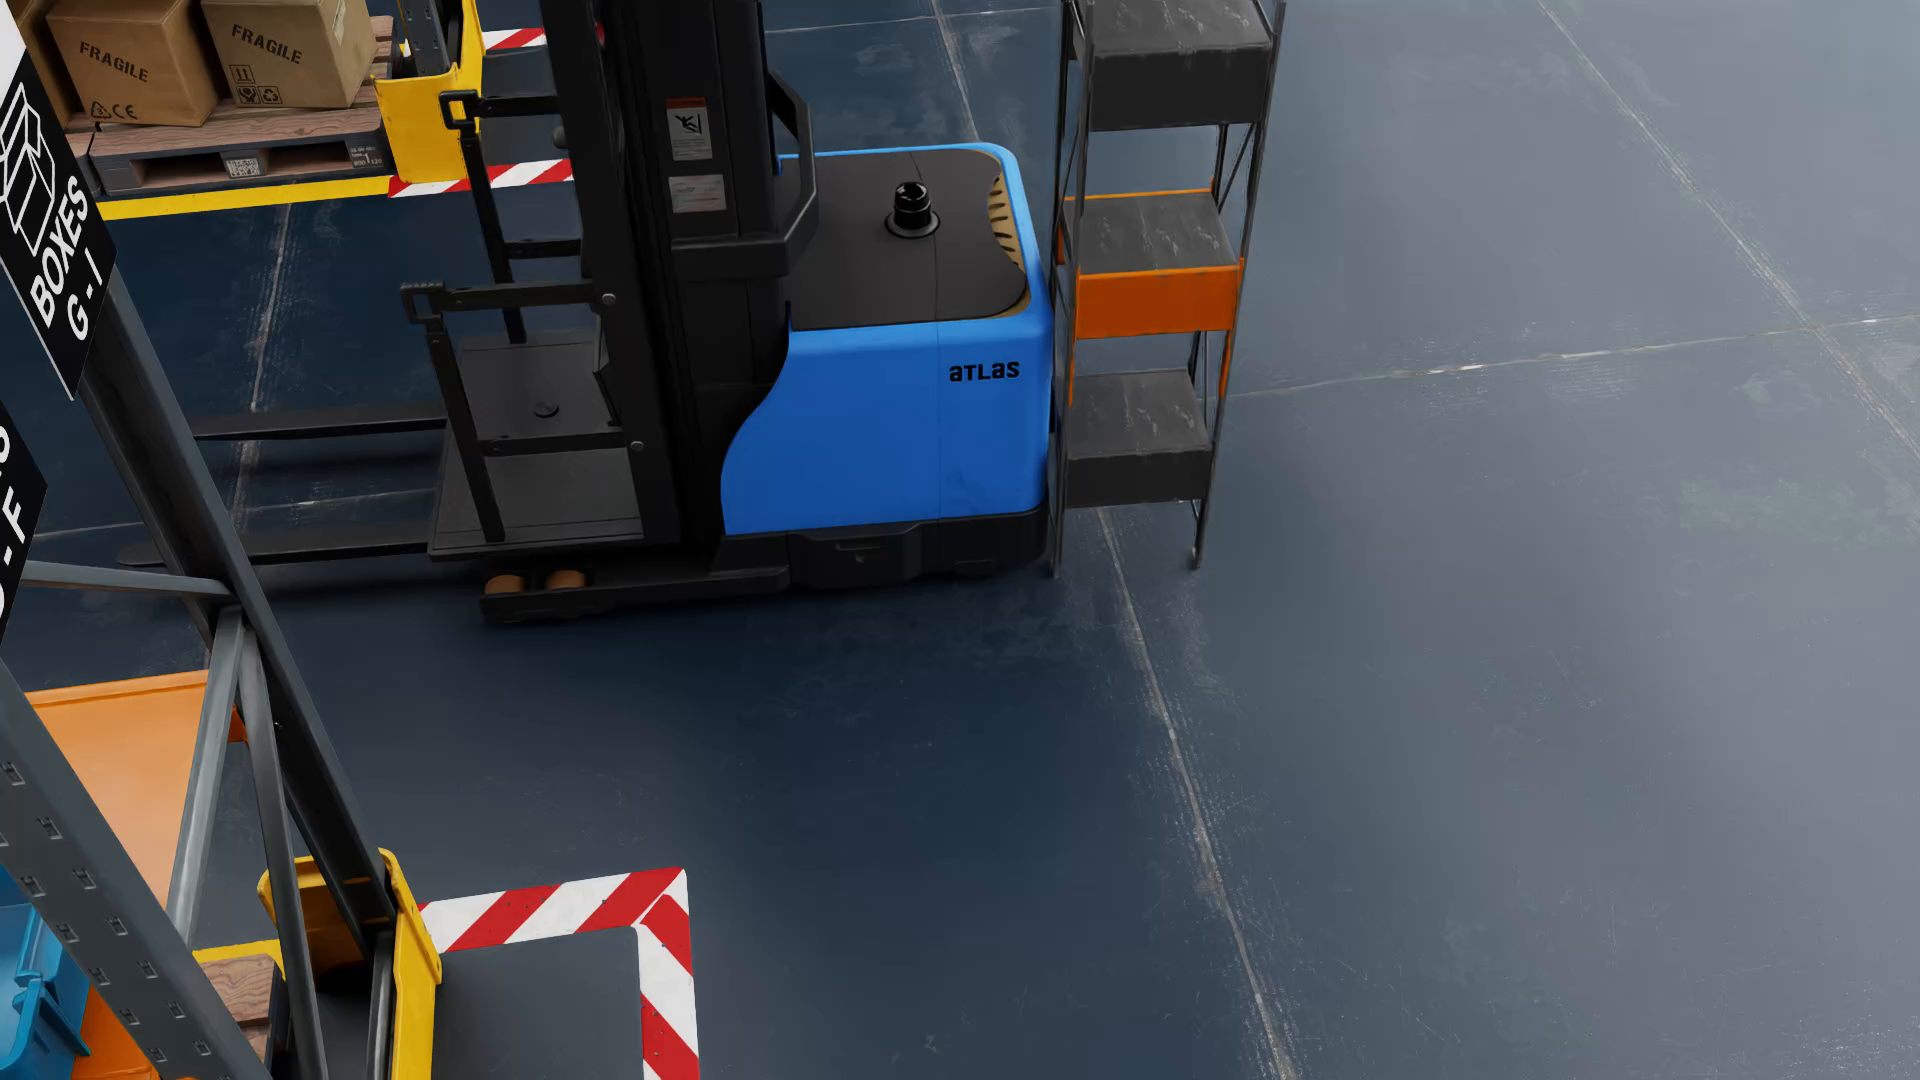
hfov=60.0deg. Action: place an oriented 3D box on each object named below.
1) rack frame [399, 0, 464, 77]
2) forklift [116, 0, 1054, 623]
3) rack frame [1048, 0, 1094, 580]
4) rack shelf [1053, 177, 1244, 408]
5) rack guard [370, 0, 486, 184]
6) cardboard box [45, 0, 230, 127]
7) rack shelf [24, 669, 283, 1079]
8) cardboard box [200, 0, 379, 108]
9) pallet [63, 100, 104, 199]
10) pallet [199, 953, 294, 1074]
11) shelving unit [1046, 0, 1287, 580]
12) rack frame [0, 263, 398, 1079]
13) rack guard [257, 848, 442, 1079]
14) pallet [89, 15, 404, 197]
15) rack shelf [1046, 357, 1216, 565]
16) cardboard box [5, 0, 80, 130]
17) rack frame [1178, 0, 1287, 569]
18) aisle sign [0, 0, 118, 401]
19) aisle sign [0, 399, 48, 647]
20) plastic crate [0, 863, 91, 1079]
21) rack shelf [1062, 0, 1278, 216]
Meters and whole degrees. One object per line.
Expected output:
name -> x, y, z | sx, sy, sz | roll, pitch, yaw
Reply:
rack frame -> -2.298, -3.029, 6.585 | 0.127, 3.000, 1.000 | -7, 46, -7
forklift -> -1.258, -1.147, 4.819 | 3.031, 2.935, 1.130 | -5, 46, -4
rack frame -> 0.305, -0.738, 5.003 | 0.015, 2.100, 0.400 | -4, 46, -4
rack shelf -> 0.547, -0.747, 5.030 | 0.480, 0.518, 0.431 | -4, 46, -4
rack guard -> -2.373, -2.152, 7.476 | 0.348, 0.500, 1.175 | -7, 46, -7
cardboard box -> -3.499, -2.144, 7.177 | 0.500, 0.500, 0.500 | 4, 46, 4
rack shelf -> -3.424, 0.981, 3.221 | 4.000, 0.370, 1.077 | -7, 46, -7
cardboard box -> -2.916, -2.242, 7.272 | 0.500, 0.500, 0.500 | 1, 46, 1
pallet -> -4.379, -1.830, 7.366 | 1.213, 0.211, 1.003 | -7, 46, -7
pallet -> -2.322, 1.592, 4.069 | 1.213, 0.211, 1.003 | -7, 46, -7
shelving unit -> 0.547, -0.756, 5.020 | 0.503, 2.100, 0.431 | -4, 46, -4
rack frame -> -1.453, 0.486, 3.199 | 0.127, 3.000, 1.000 | -7, 46, -7
rack guard -> -1.520, 1.396, 4.058 | 0.348, 0.500, 1.175 | -7, 46, -7
pallet -> -3.179, -1.977, 7.508 | 1.213, 0.211, 1.003 | -7, 46, -7
rack shelf -> 0.547, -0.261, 5.534 | 0.480, 0.518, 0.431 | -4, 46, -4
cardboard box -> -4.119, -2.081, 7.116 | 0.500, 0.500, 0.500 | -3, 46, -3
rack frame -> 0.790, -0.774, 5.038 | 0.015, 2.100, 0.400 | -4, 46, -4
aisle sign -> -1.432, -0.633, 2.471 | 0.004, 0.787, 0.394 | -7, 46, -7
aisle sign -> -1.332, -0.214, 2.068 | 0.004, 0.787, 0.394 | -7, 46, -7
plastic crate -> -1.895, 0.811, 2.989 | 0.616, 0.251, 0.499 | -7, 46, -7
rack shelf -> 0.547, -1.232, 4.526 | 0.480, 0.518, 0.431 | -4, 46, -4
